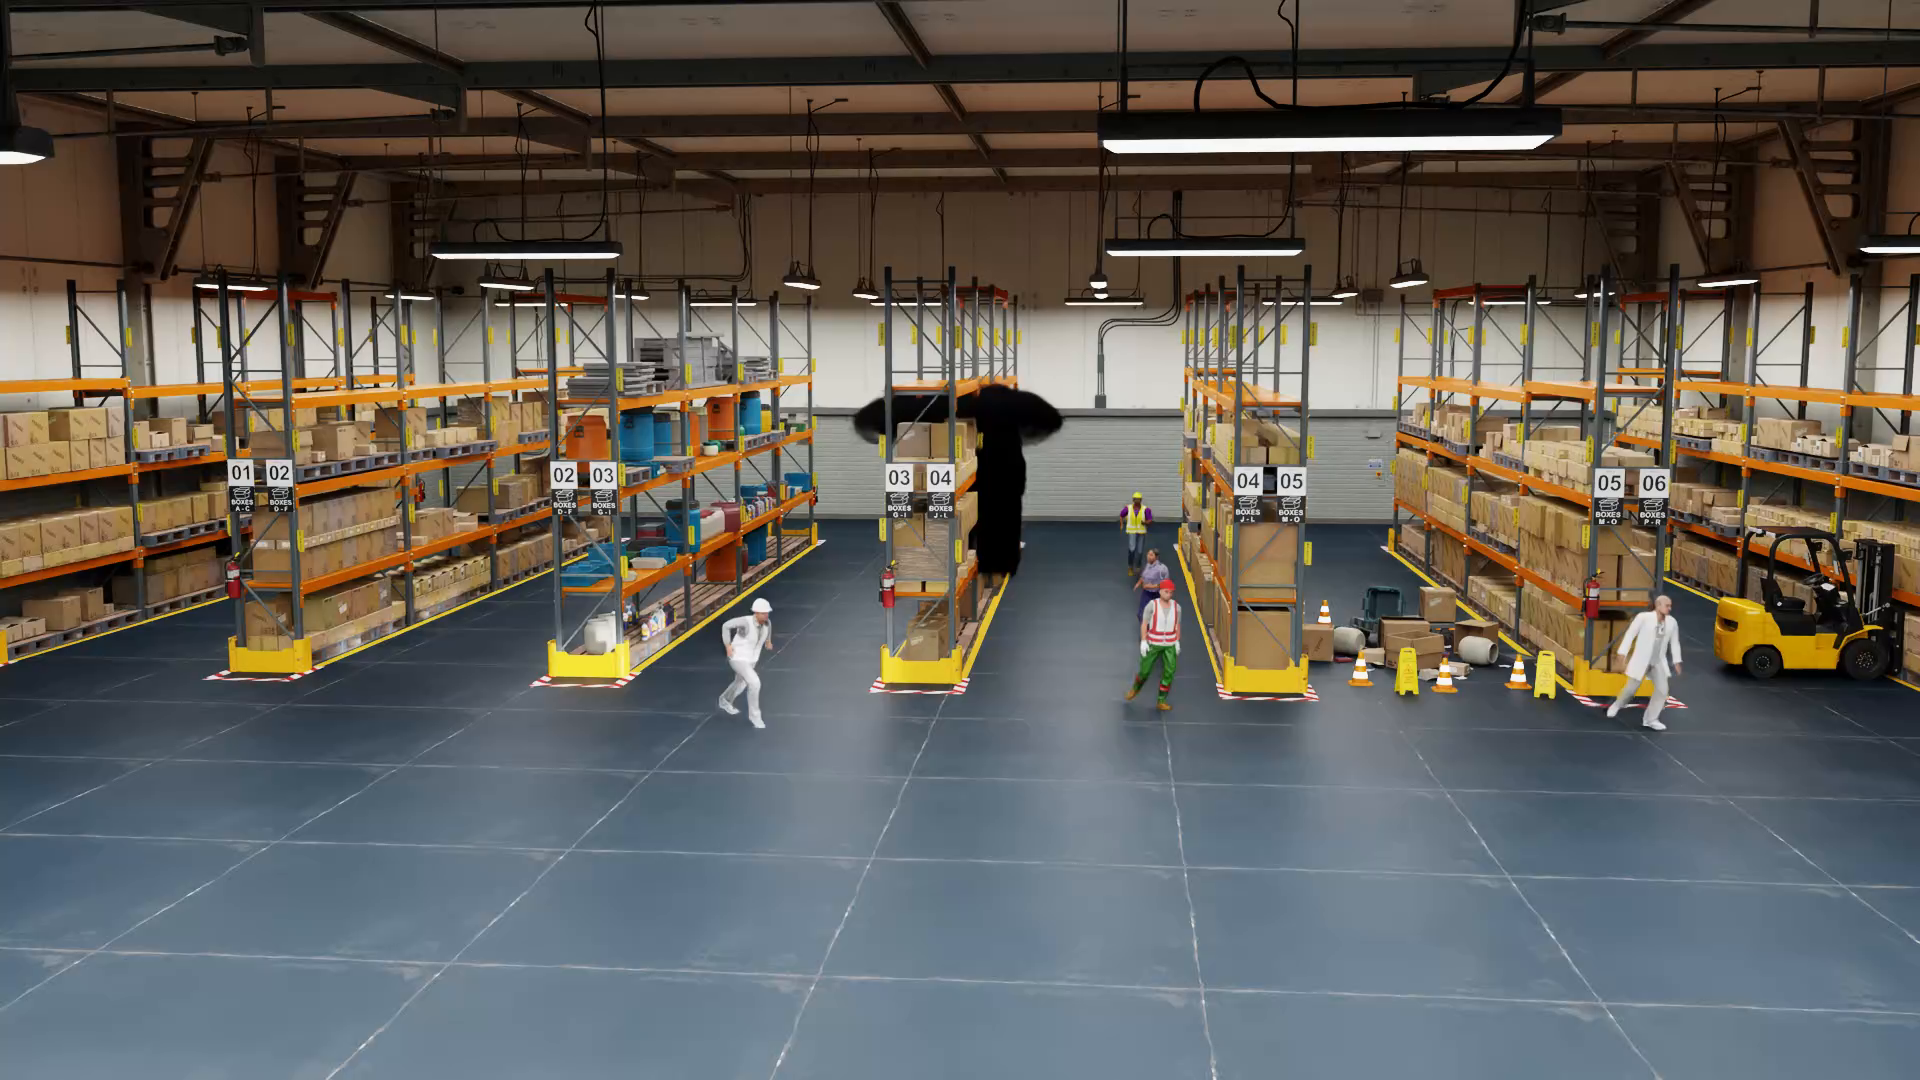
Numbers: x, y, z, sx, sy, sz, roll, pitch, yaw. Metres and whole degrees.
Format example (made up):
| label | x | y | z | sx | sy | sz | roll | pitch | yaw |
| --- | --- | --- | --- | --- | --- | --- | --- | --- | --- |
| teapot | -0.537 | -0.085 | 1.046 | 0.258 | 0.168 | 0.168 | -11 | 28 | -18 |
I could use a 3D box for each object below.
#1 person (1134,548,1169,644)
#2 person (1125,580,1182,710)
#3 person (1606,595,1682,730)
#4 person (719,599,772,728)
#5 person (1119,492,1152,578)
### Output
| label | x | y | z | sx | sy | sz | roll | pitch | yaw |
| --- | --- | --- | --- | --- | --- | --- | --- | --- | --- |
| person | 3.081 | 0.887 | 26.434 | 0.713 | 1.586 | 0.633 | 5 | 9 | 37 |
| person | 2.626 | 1.394 | 22.483 | 0.710 | 1.760 | 0.618 | -1 | 7 | -8 |
| person | 8.849 | 1.594 | 21.512 | 0.790 | 1.609 | 0.829 | -1 | 7 | -7 |
| person | -2.817 | 1.583 | 21.585 | 1.030 | 1.730 | 0.698 | 6 | 9 | 41 |
| person | 3.699 | -0.108 | 34.925 | 0.670 | 1.789 | 0.726 | 0 | 7 | 0 |
